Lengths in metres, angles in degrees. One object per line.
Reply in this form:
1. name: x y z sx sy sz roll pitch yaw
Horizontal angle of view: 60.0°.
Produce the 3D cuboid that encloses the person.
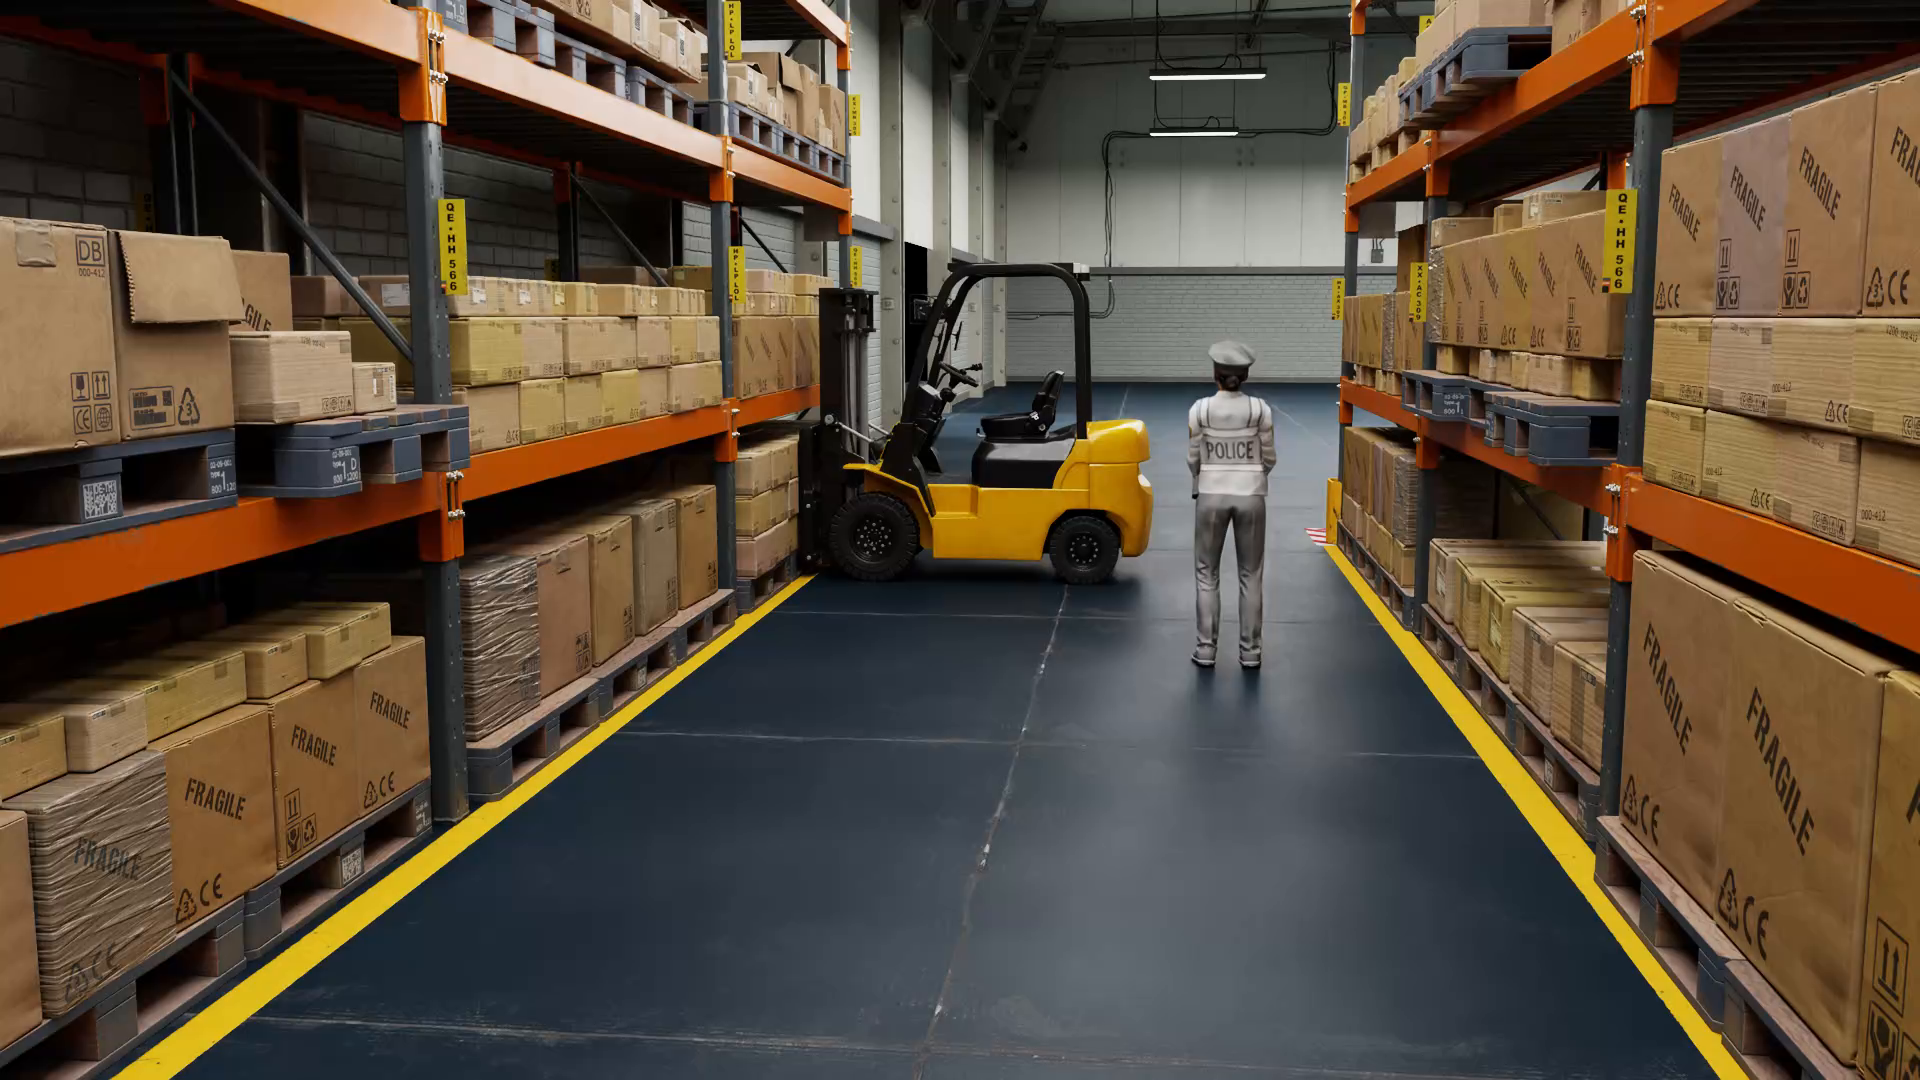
1. person: 1.406 -0.193 8.644 0.459 1.686 0.551 1 8 7
